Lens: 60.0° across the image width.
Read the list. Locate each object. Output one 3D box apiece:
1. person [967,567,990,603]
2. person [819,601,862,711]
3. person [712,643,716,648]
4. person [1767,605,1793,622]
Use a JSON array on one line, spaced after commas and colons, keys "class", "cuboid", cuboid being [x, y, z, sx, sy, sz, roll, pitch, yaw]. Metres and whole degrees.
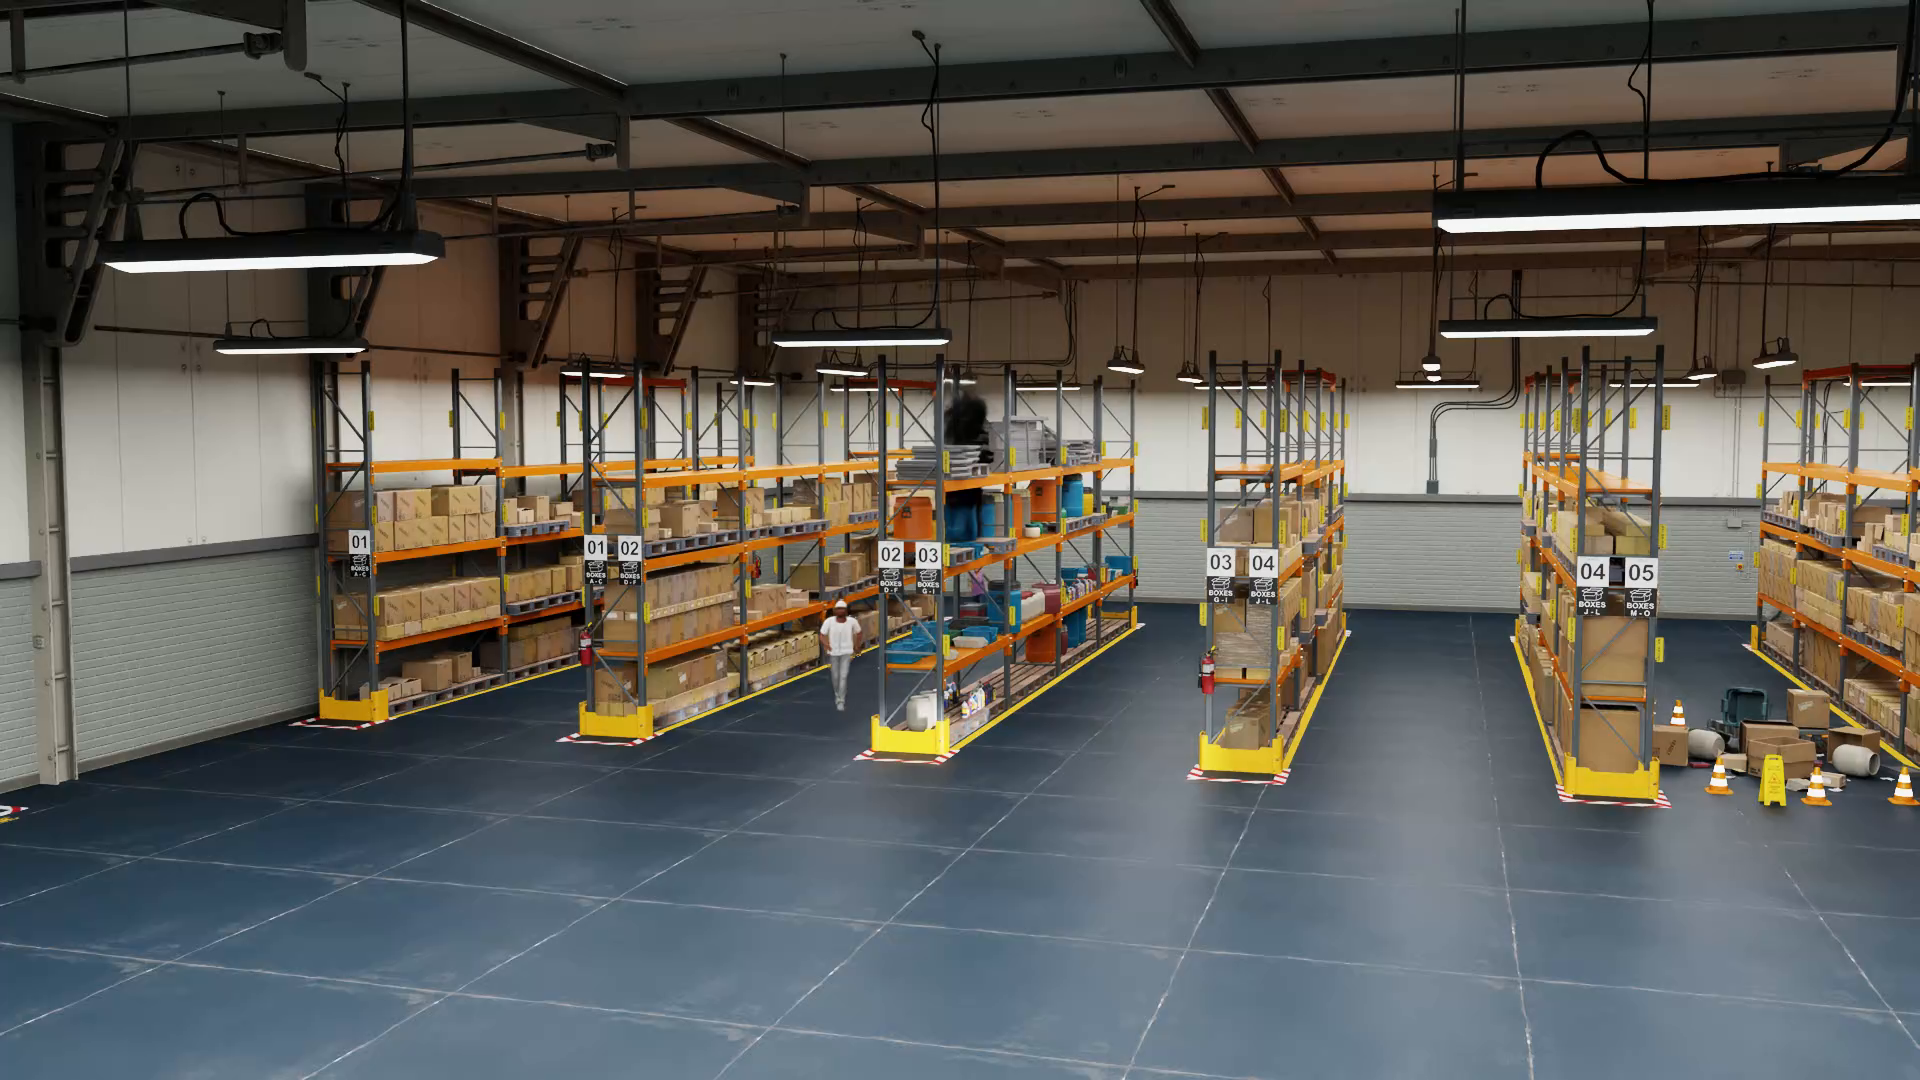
[{"class": "person", "cuboid": [0.428, 1.342, 40.100, 0.526, 1.613, 0.698, 1, 4, 15]}, {"class": "person", "cuboid": [-1.975, 1.886, 27.430, 0.703, 1.784, 0.796, 0, 4, 1]}, {"class": "person", "cuboid": [-5.367, 1.618, 35.812, 0.660, 1.680, 0.585, 0, 4, 6]}, {"class": "person", "cuboid": [18.502, 1.419, 37.561, 0.748, 1.749, 0.929, -4, 6, -44]}]
